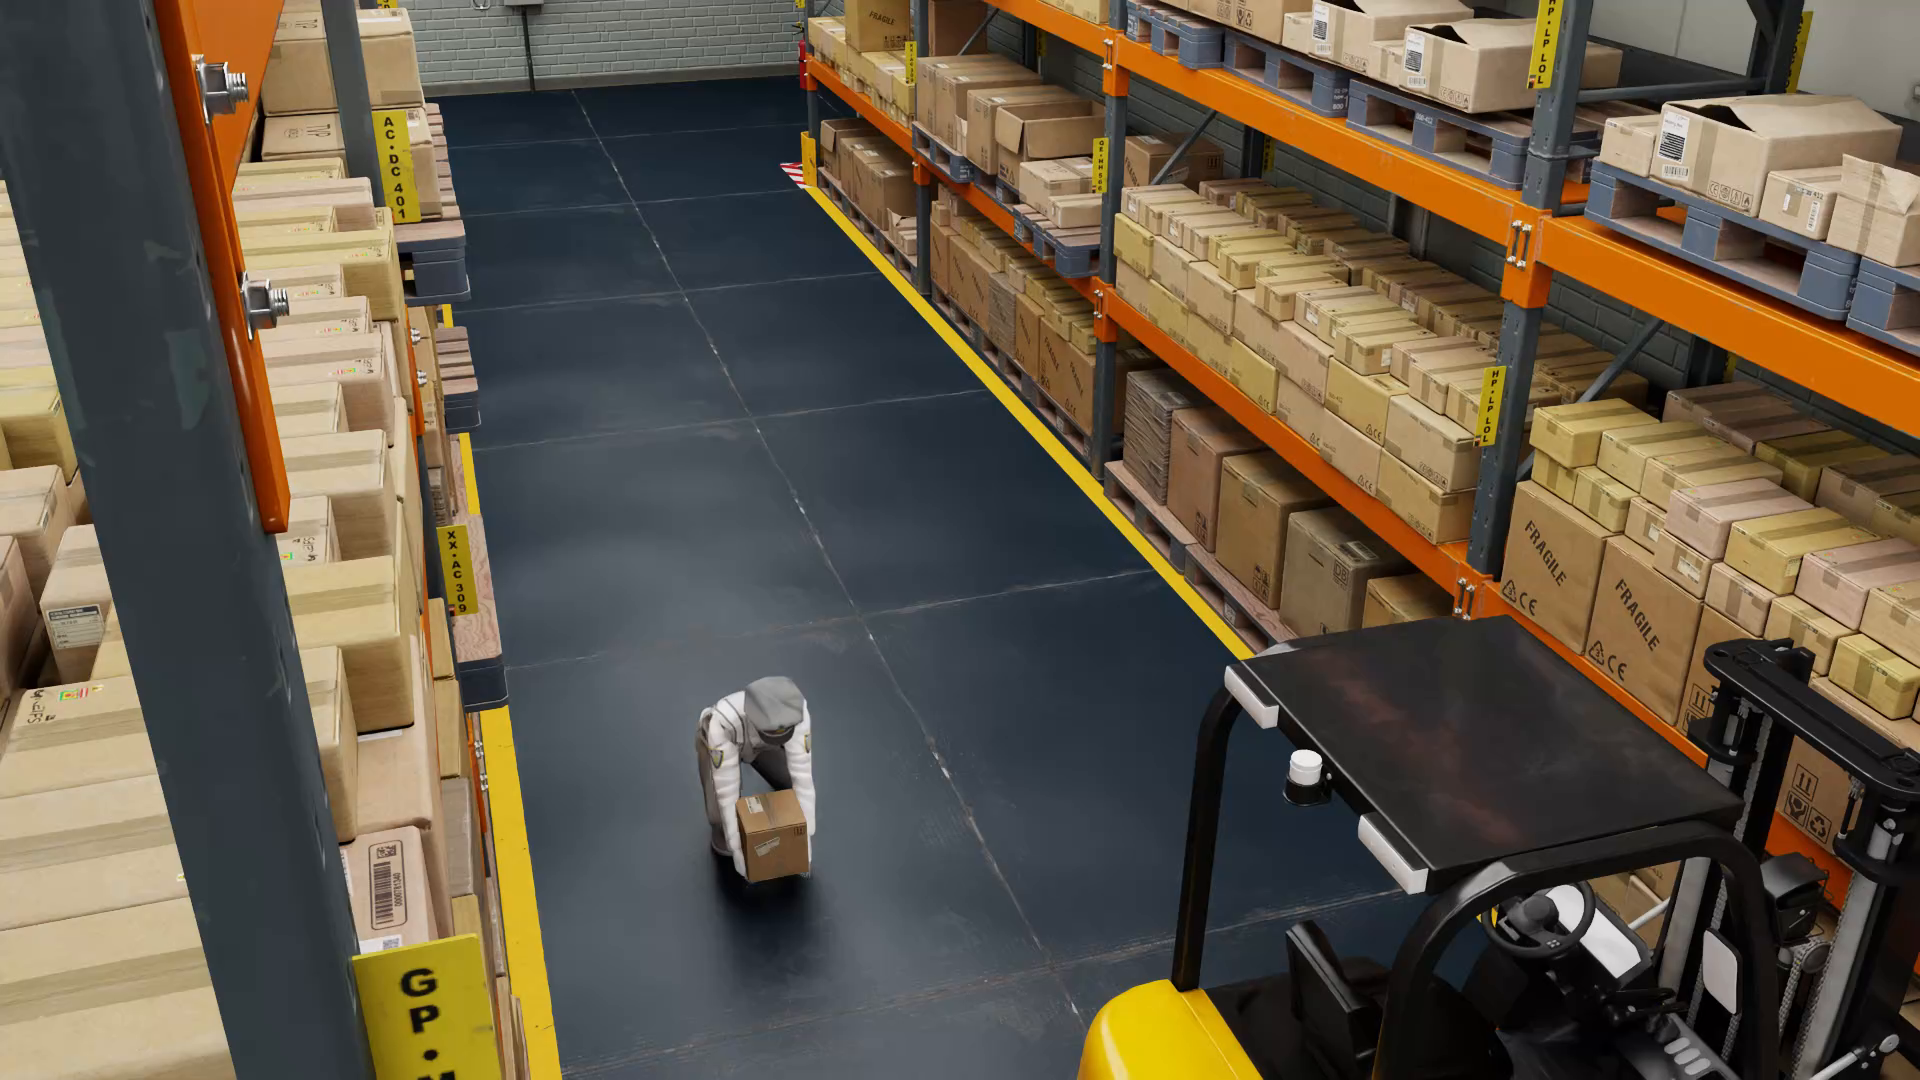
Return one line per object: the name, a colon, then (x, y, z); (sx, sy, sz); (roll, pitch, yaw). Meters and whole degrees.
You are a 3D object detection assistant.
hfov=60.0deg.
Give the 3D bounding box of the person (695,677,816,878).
person: (-0.866, 0.932, 7.031); (0.468, 0.979, 0.837); (-9, 28, -17)
